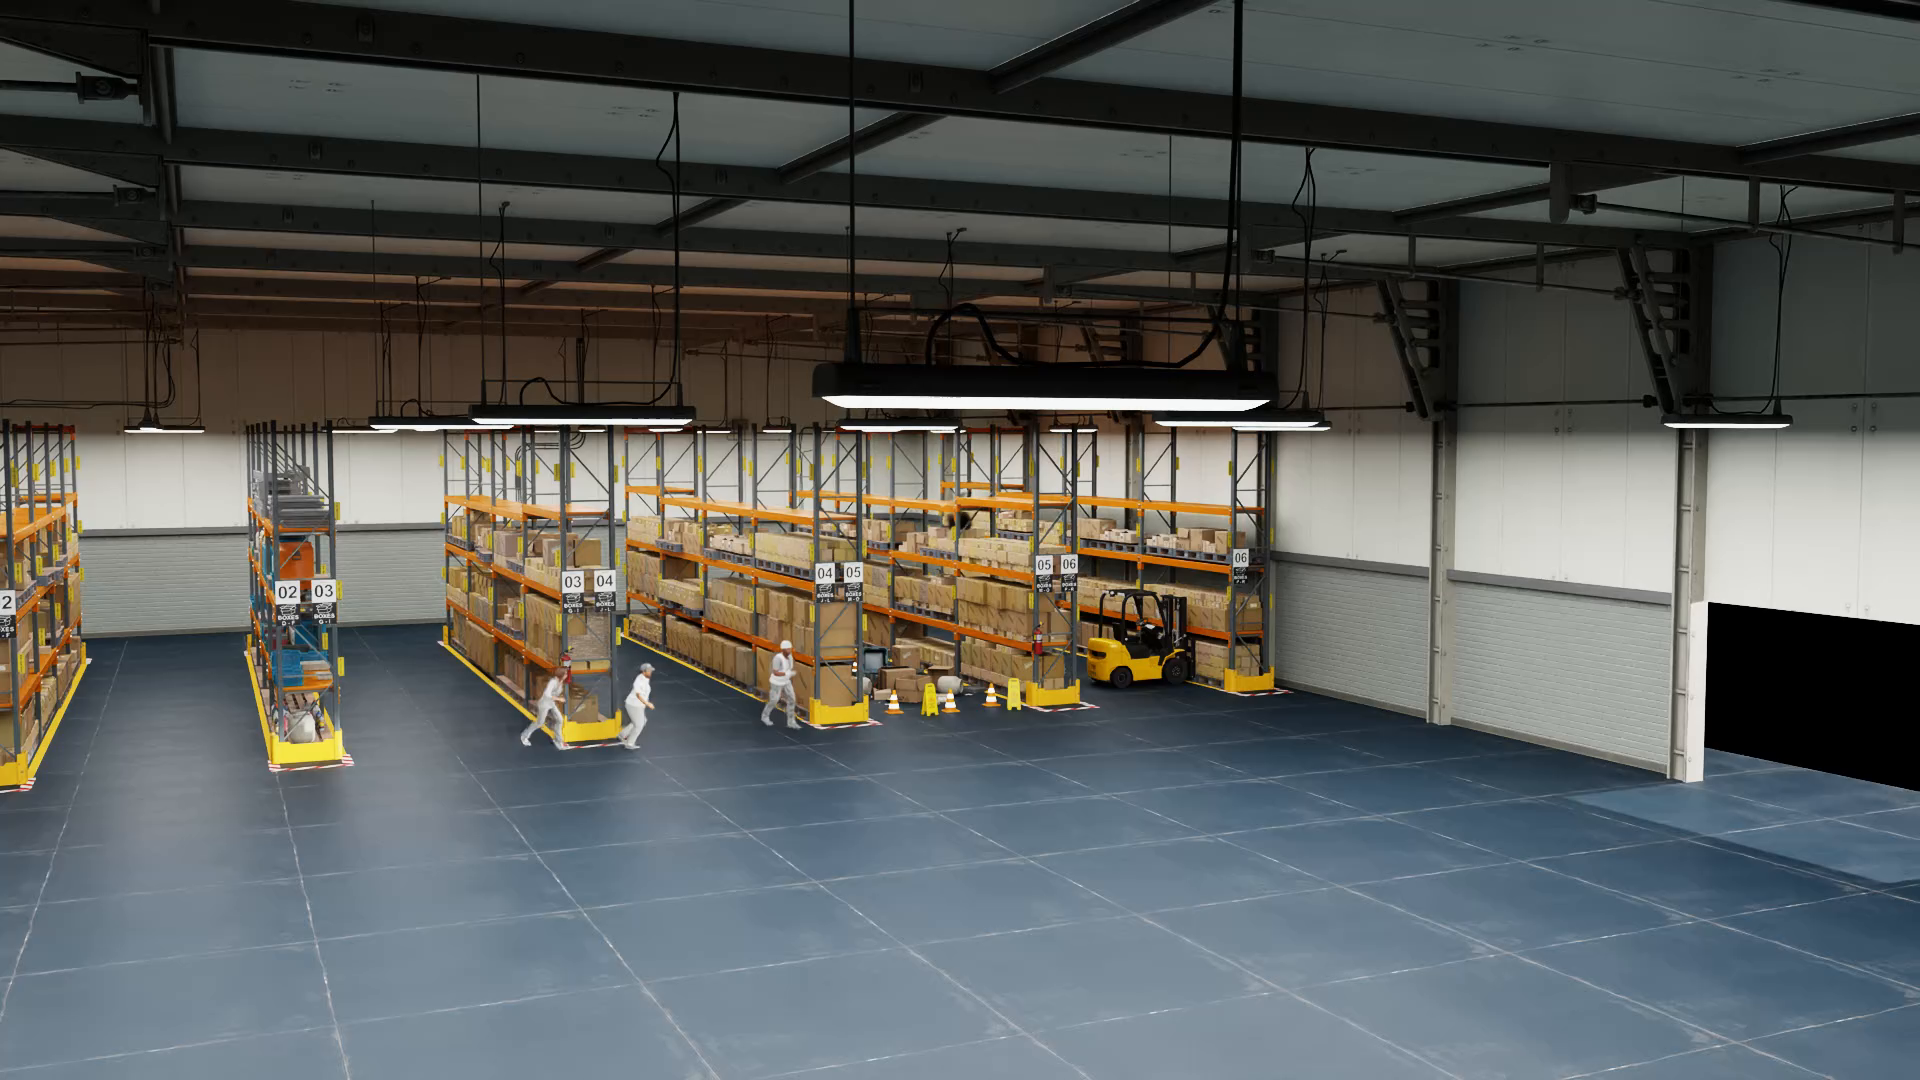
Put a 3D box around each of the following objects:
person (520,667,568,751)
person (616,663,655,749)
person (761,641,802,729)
[{"bbox_3d":[-7.593,3.088,30.368,0.903,1.544,0.581,0,4,5],"label":"person"},{"bbox_3d":[-5.926,3.033,30.395,0.746,1.580,0.586,0,4,-3],"label":"person"},{"bbox_3d":[-3.512,2.830,32.506,1.005,1.770,0.701,3,4,36],"label":"person"}]
